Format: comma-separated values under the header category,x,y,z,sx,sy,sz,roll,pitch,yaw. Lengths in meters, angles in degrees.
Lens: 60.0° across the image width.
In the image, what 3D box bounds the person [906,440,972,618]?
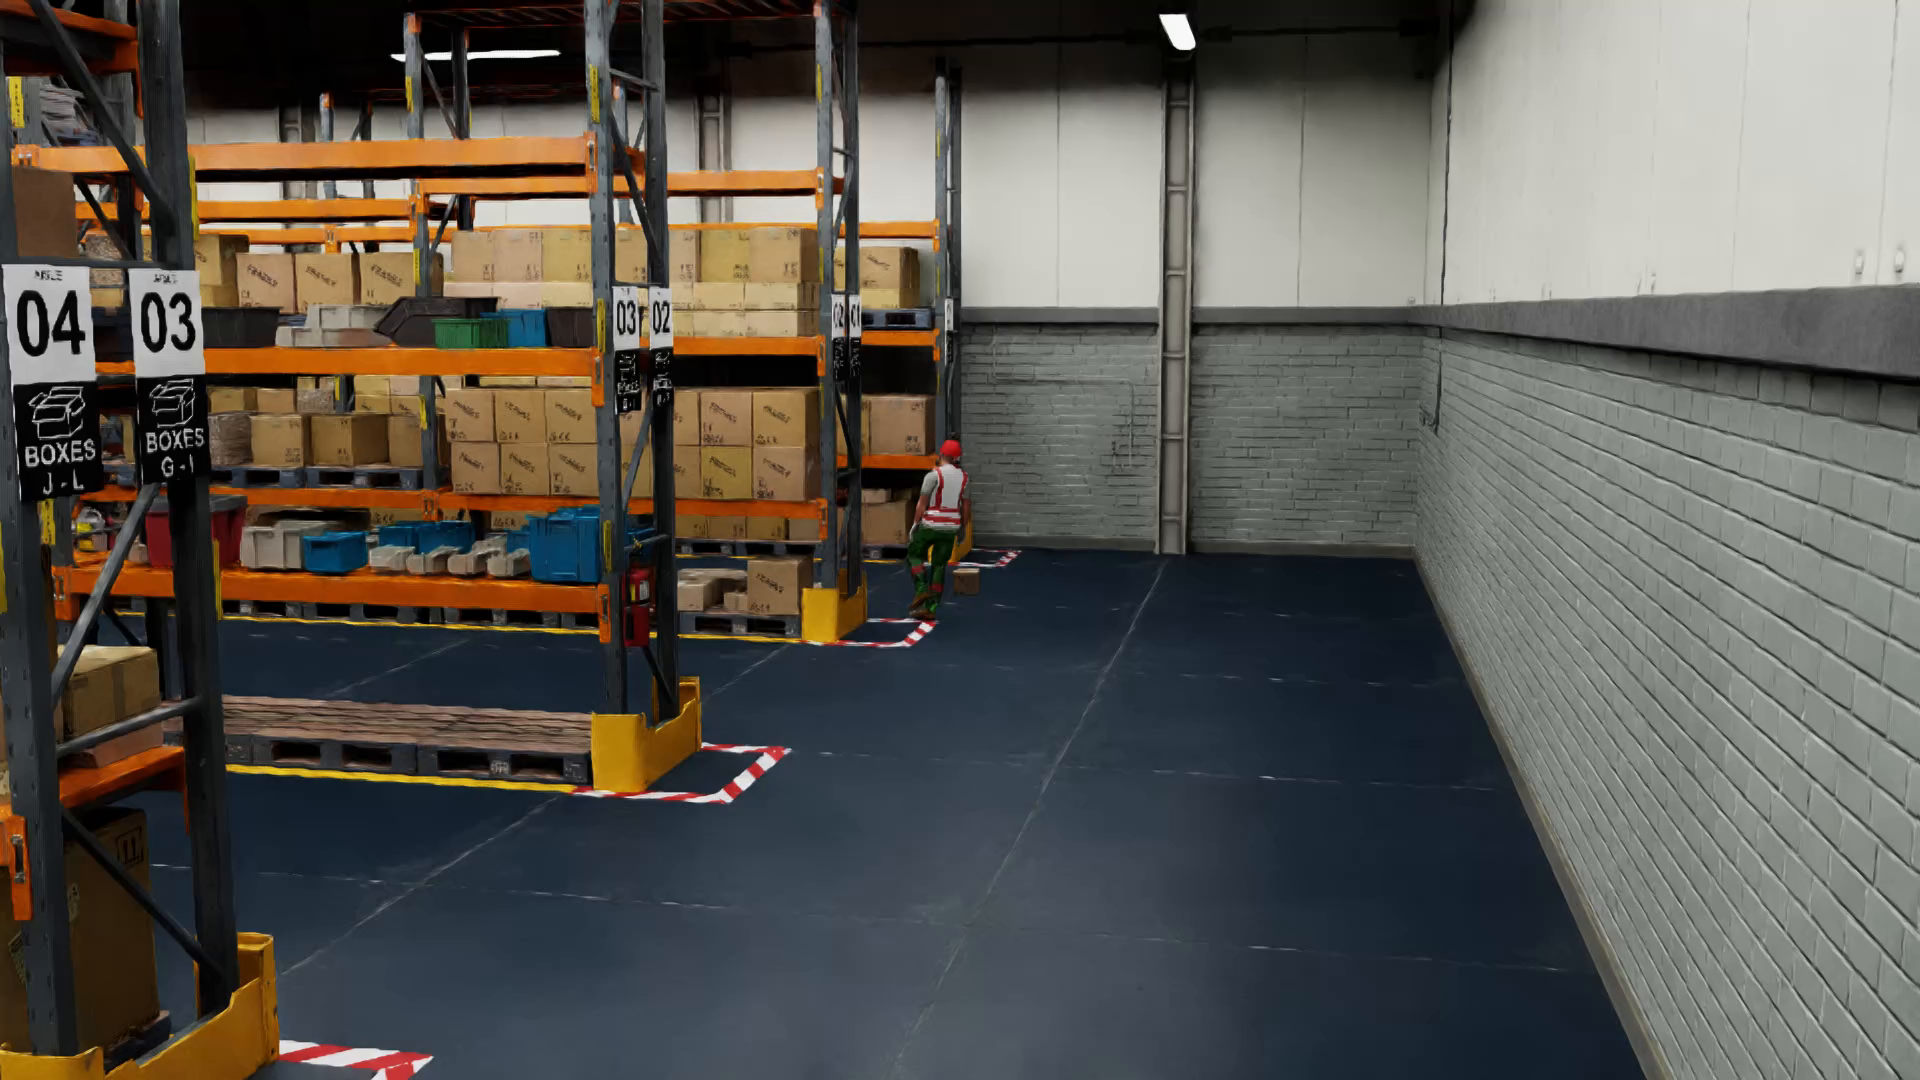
category,x,y,z,sx,sy,sz,roll,pitch,yaw
person,-0.249,-0.113,16.548,0.681,1.771,0.465,-6,10,-35
